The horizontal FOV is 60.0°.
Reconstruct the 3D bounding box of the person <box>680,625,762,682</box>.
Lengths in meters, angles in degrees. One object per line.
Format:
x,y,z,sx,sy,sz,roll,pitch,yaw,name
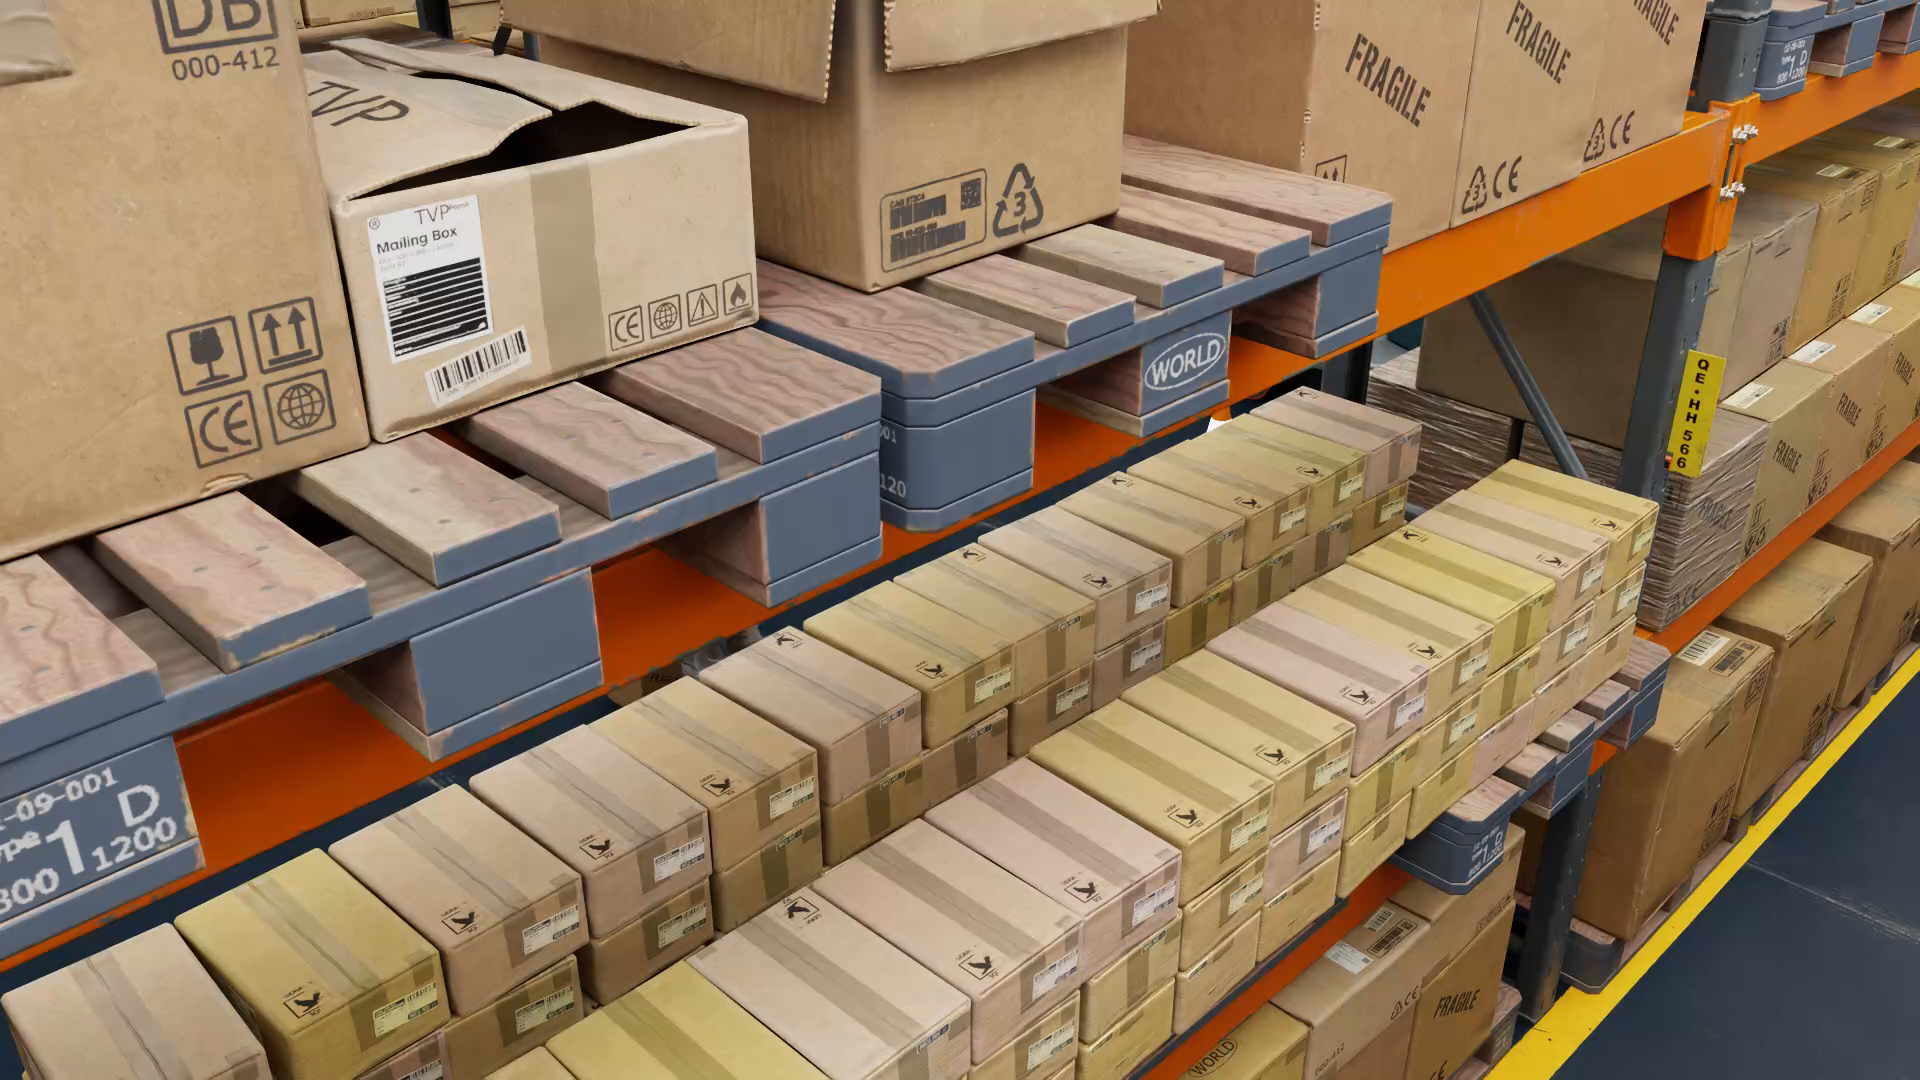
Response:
-0.932,0.035,6.035,0.378,1.793,0.678,12,30,21,person
